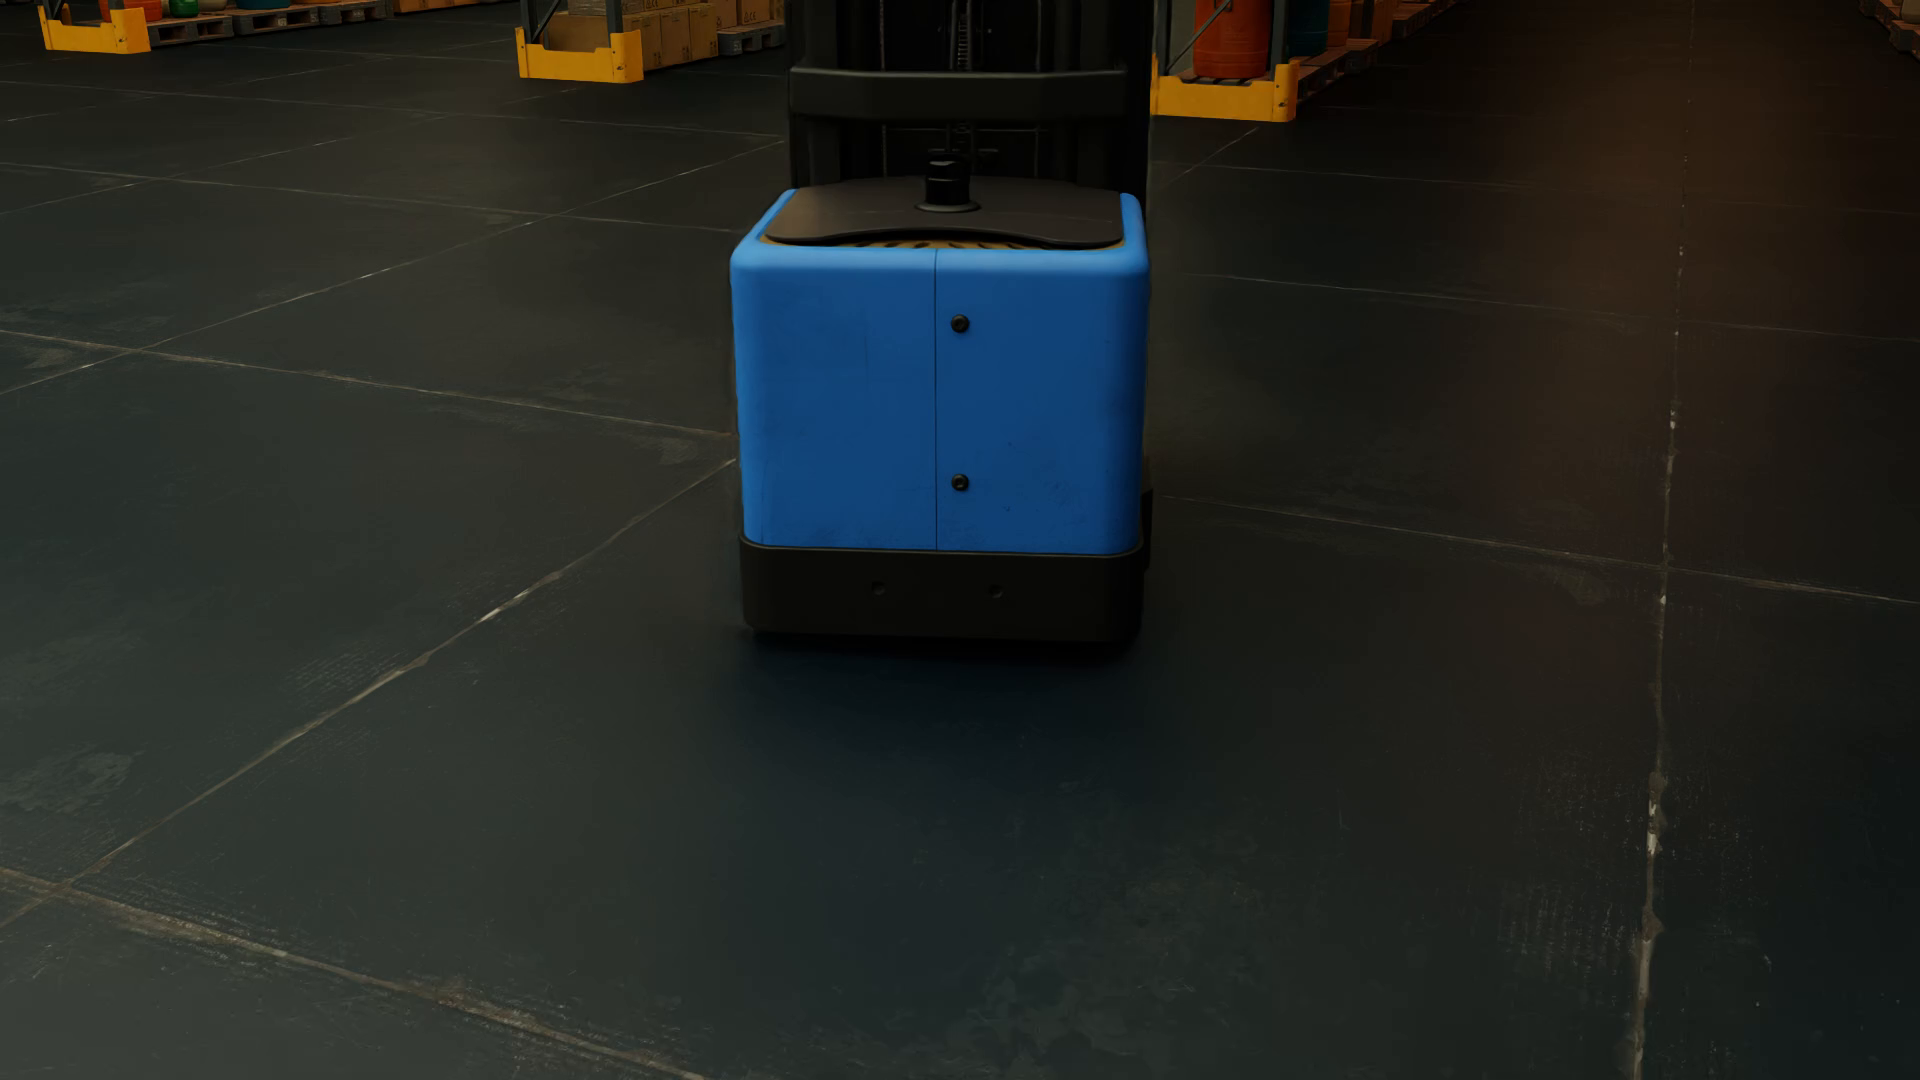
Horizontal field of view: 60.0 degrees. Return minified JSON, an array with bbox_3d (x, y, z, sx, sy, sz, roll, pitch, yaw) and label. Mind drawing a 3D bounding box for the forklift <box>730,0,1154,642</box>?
[{"bbox_3d":[0.043,-1.615,5.157,1.130,2.935,3.031,1,23,4],"label":"forklift"}]
